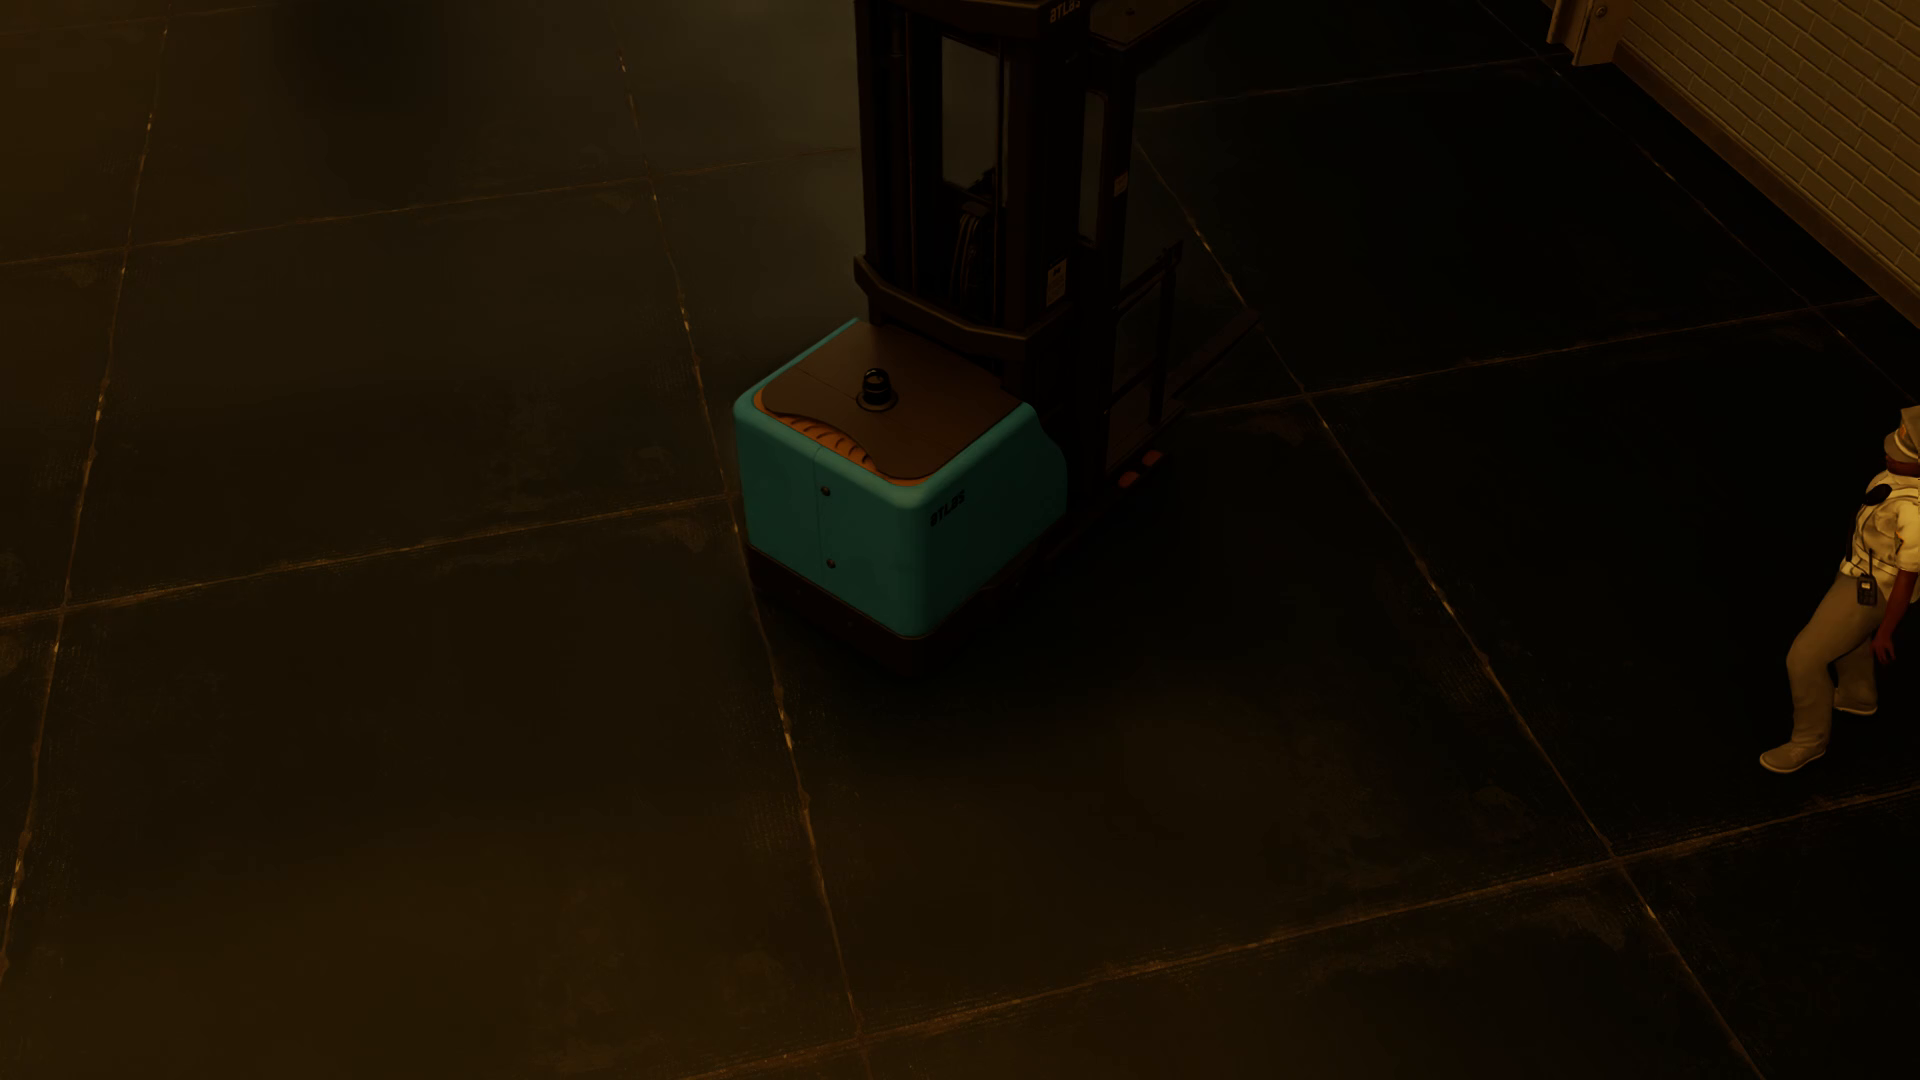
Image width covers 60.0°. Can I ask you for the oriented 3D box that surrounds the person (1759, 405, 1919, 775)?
[{"bbox_3d":[3.575,0.172,6.455,0.437,1.637,0.812,25,49,24],"label":"person"}]

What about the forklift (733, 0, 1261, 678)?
[{"bbox_3d":[0.366,-1.430,7.158,1.130,2.935,3.031,29,51,27],"label":"forklift"}]
